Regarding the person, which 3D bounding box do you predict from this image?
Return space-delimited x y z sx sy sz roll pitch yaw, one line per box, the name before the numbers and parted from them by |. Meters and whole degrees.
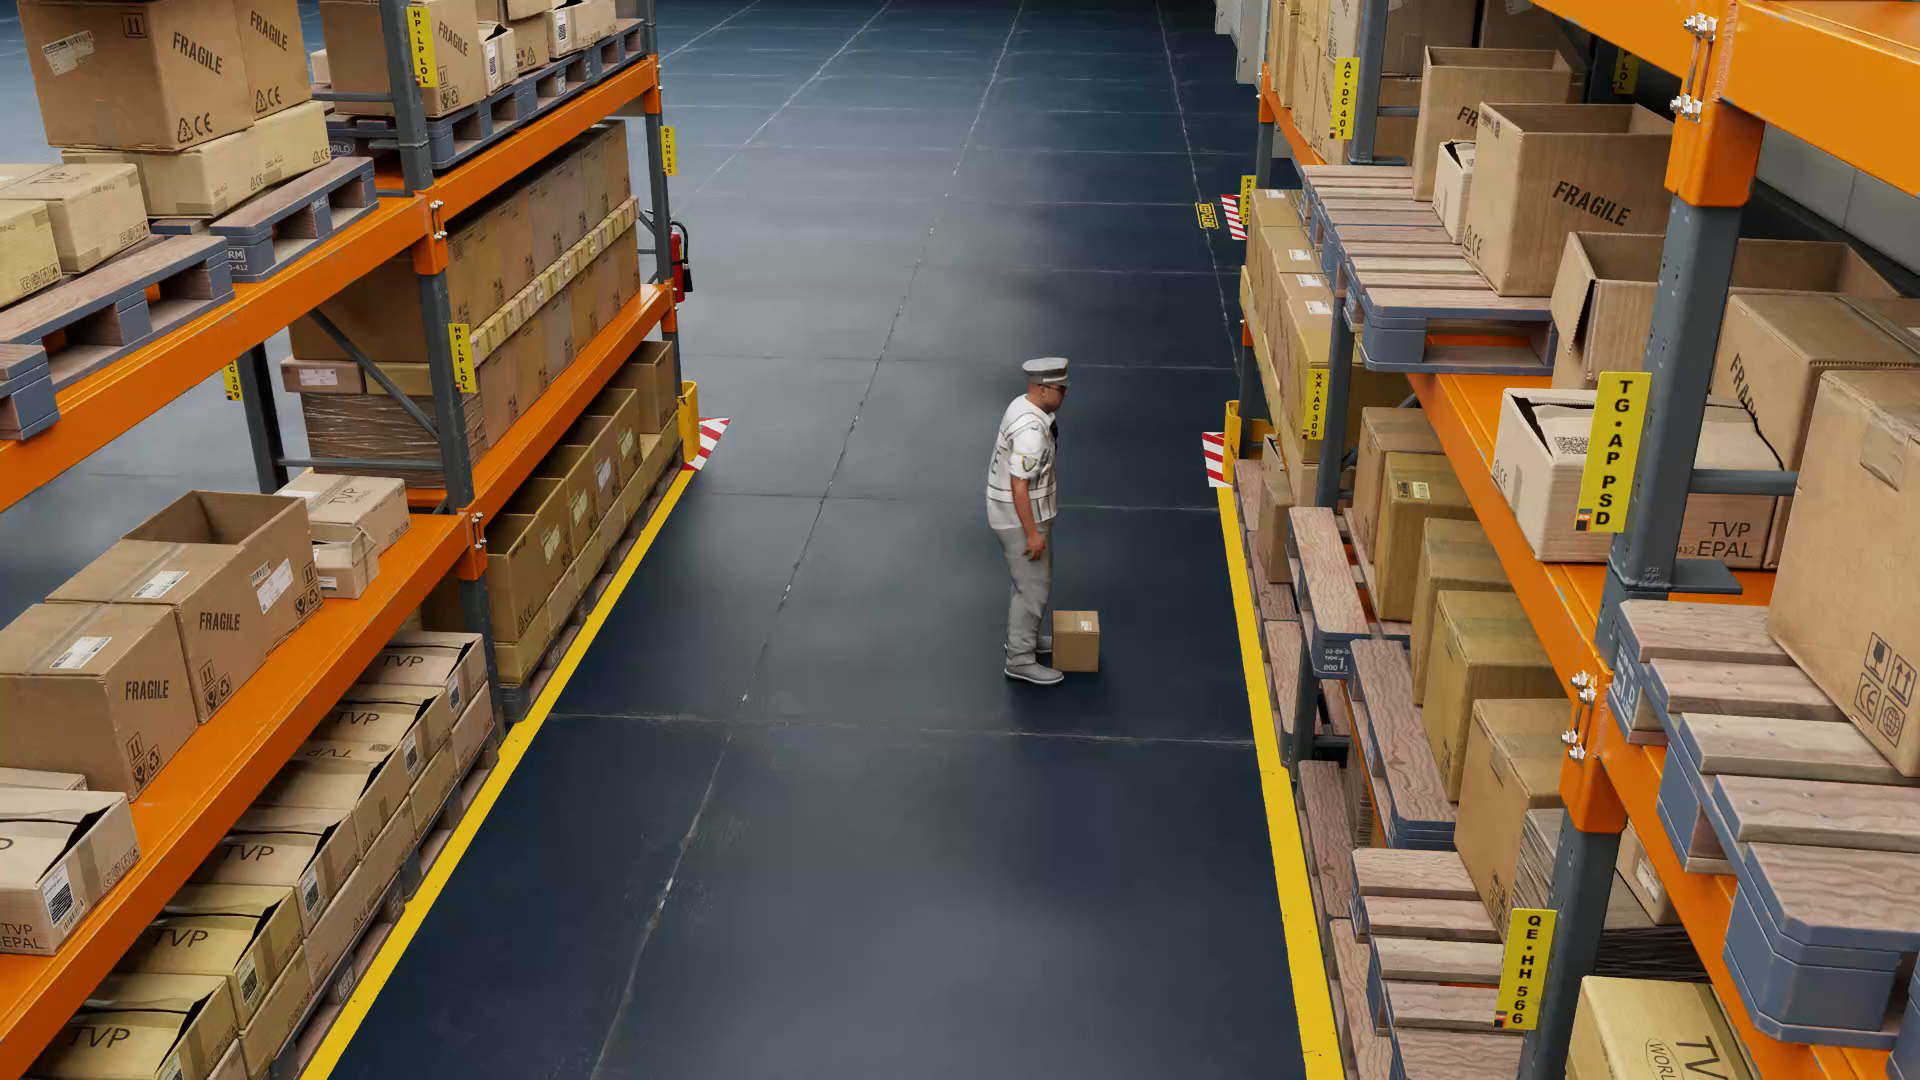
person | 0.362 -0.126 8.873 0.439 1.748 0.586 2 24 4
